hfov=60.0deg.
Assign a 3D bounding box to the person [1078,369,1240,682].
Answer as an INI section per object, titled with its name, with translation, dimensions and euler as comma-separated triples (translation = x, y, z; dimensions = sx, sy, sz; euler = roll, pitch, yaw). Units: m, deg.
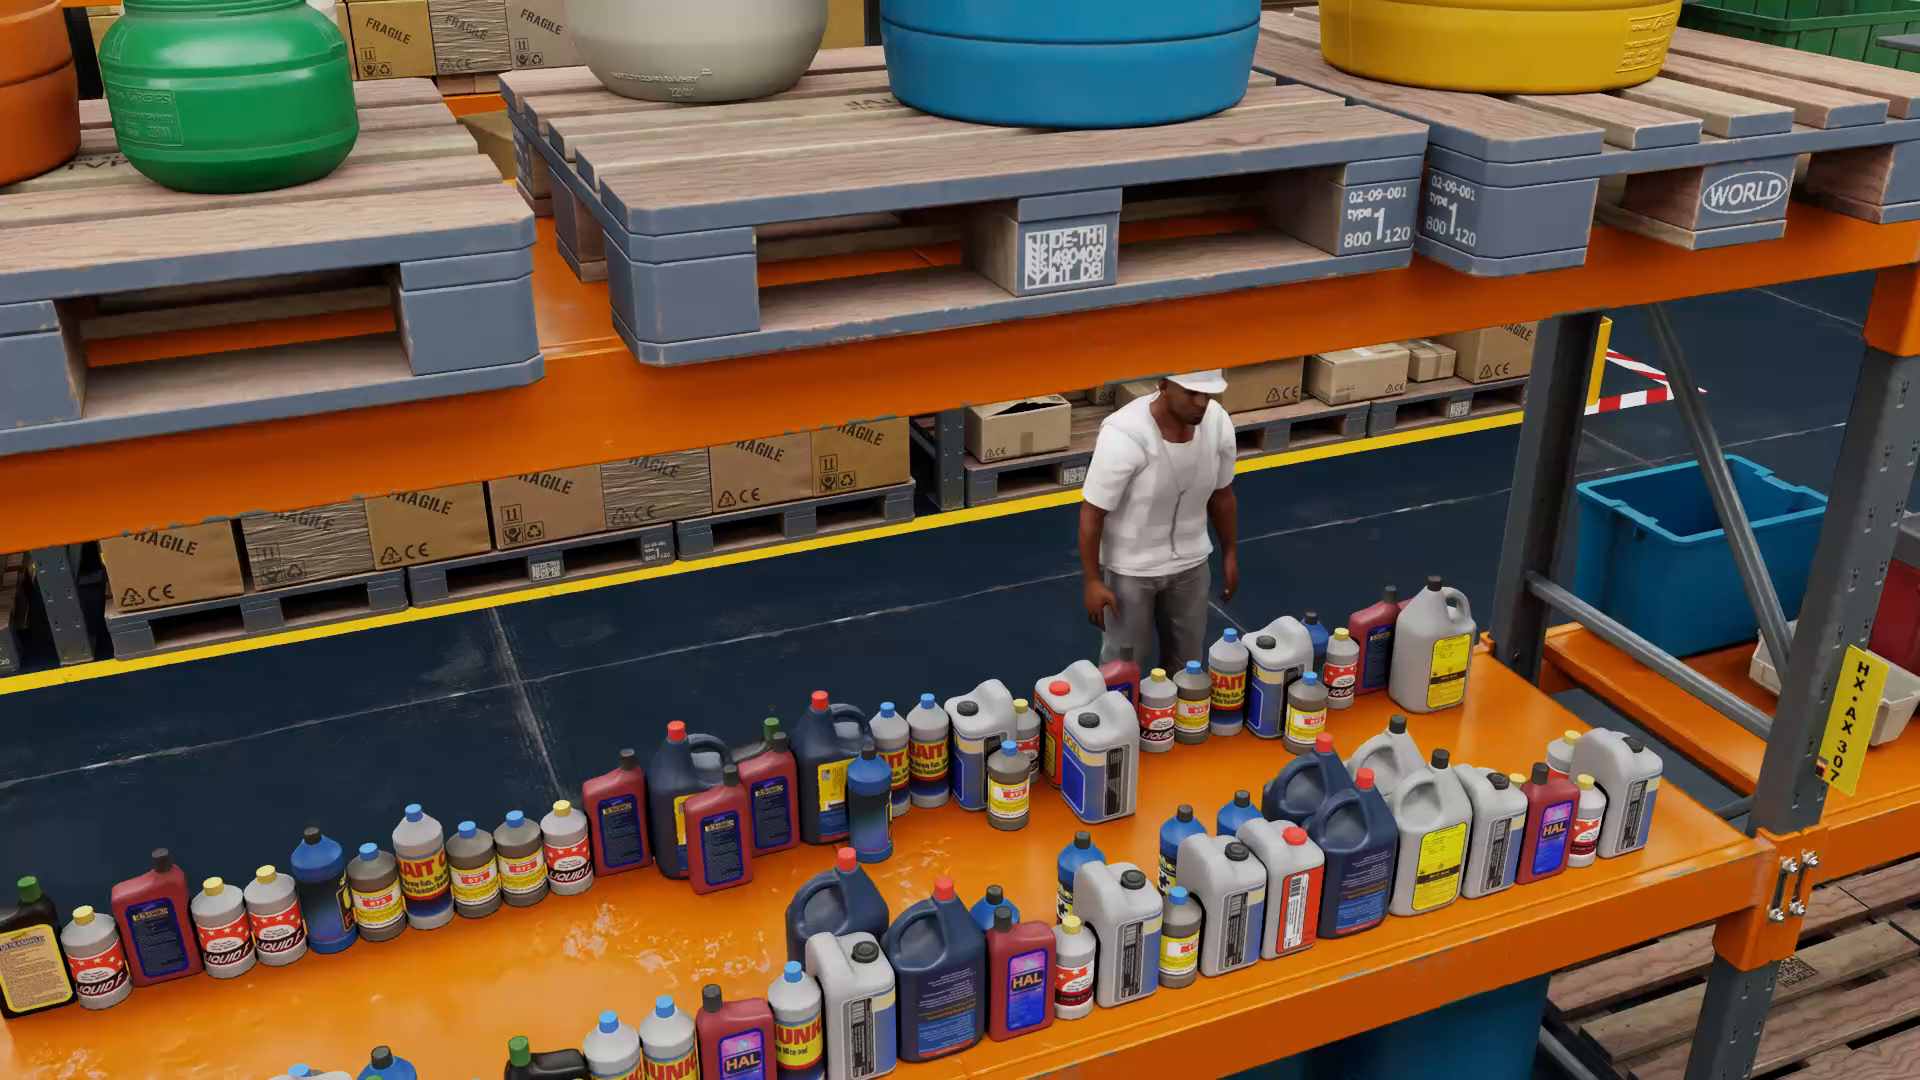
[person]
translation = 0.710, 0.099, 5.886
dimensions = 0.638, 1.761, 0.458
euler = -11, 28, -22
